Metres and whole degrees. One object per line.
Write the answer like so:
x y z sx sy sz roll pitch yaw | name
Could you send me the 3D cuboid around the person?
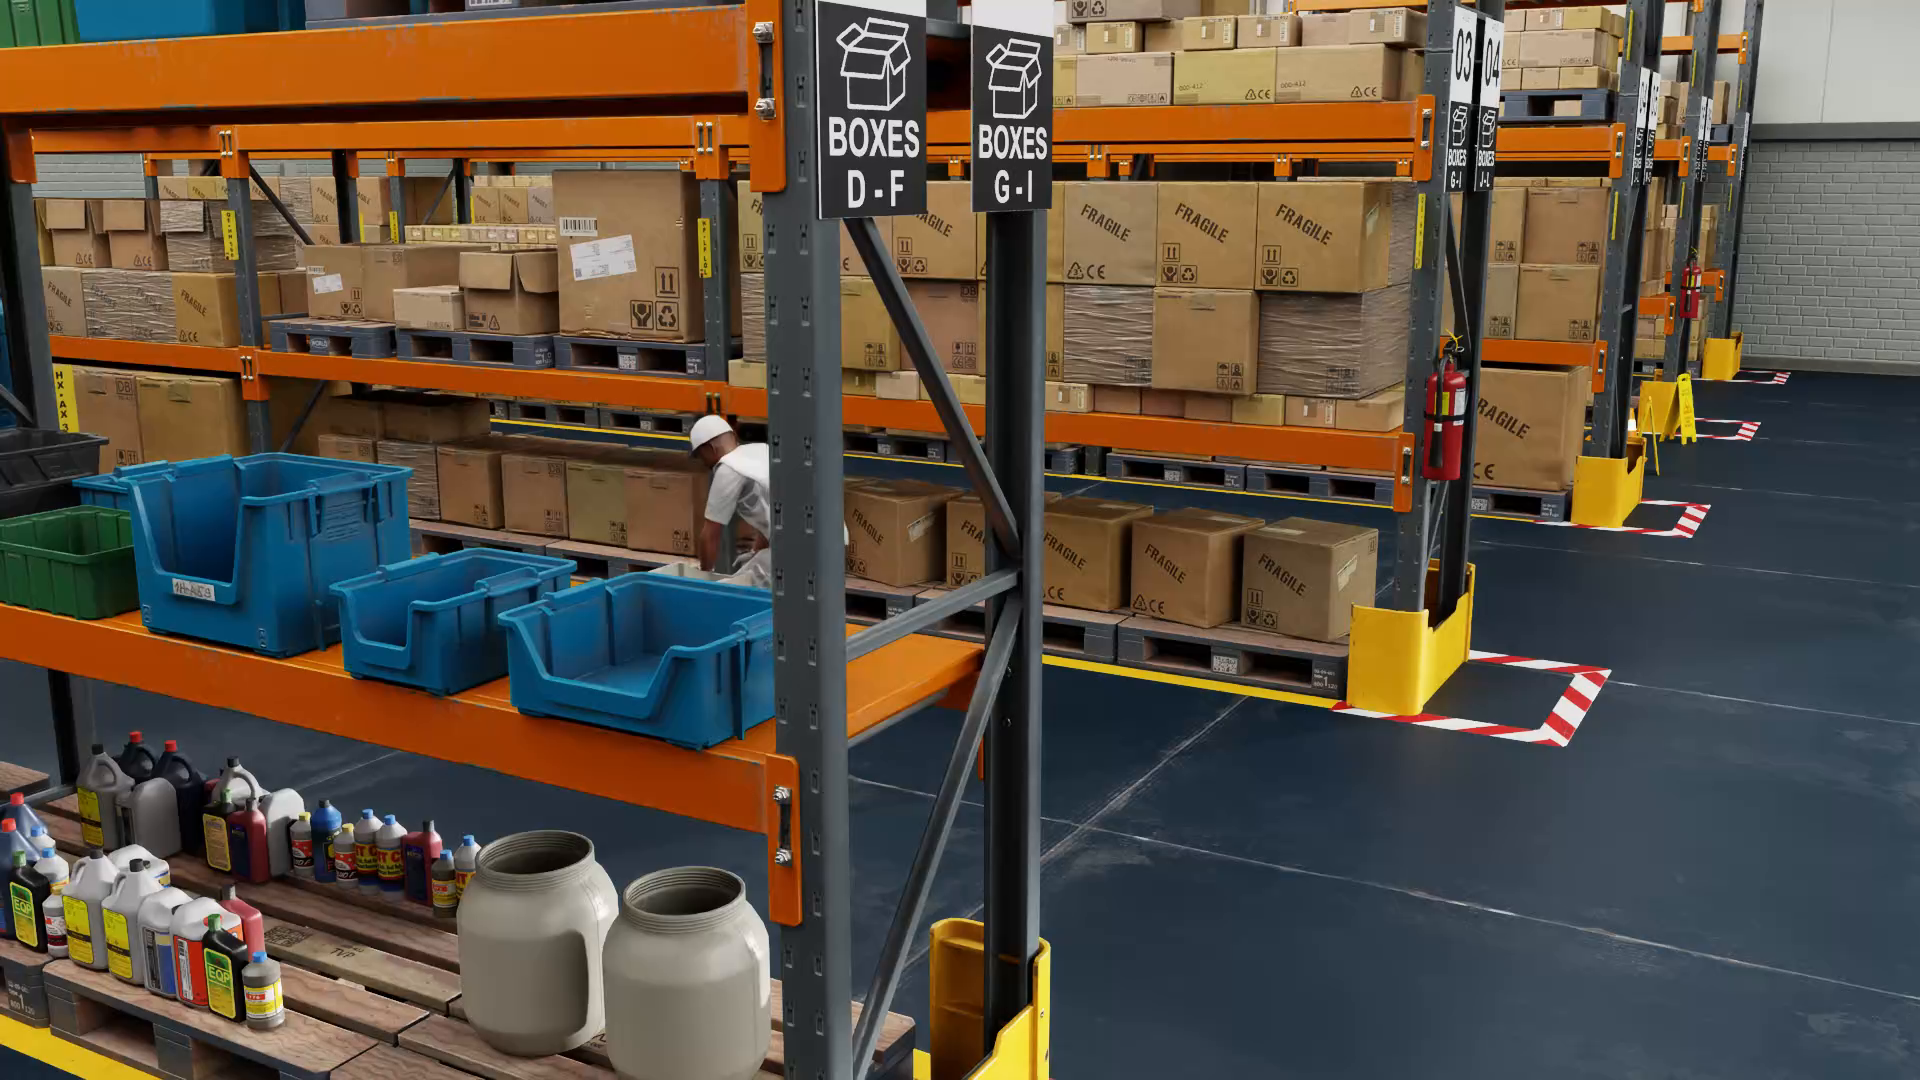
-0.974 0.059 8.232 0.813 1.322 0.610 7 14 28 | person
